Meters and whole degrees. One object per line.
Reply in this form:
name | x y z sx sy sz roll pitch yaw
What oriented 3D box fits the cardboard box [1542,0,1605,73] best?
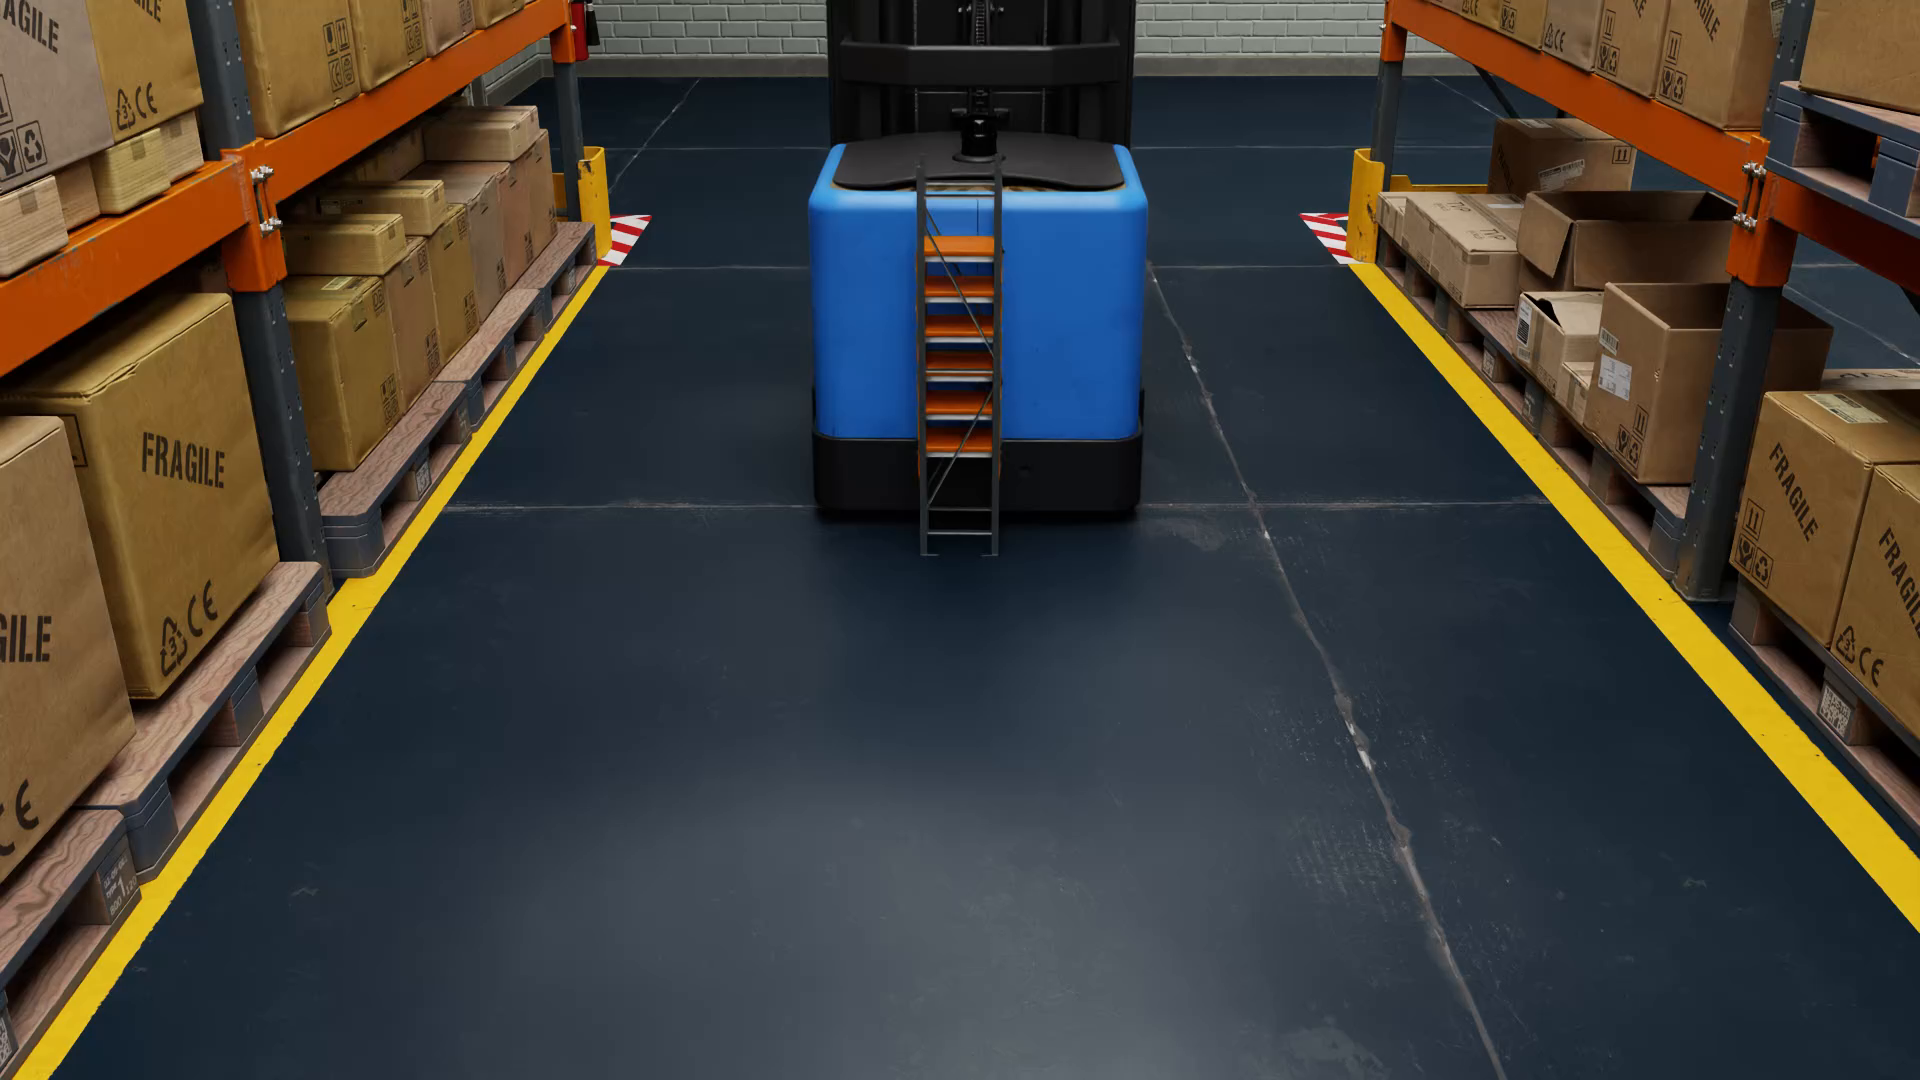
cardboard box | 2.336 -1.880 5.646 0.500 0.500 0.500 0 24 1

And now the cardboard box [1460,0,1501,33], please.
cardboard box | 2.324 -2.296 6.565 0.500 0.500 0.500 0 24 -1

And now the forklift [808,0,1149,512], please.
forklift | 0.077 -1.986 6.084 1.130 2.935 3.031 0 24 1

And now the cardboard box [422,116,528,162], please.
cardboard box | -2.089 -1.733 7.178 0.380 0.149 0.250 0 24 1

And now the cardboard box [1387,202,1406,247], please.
cardboard box | 2.233 -1.486 7.801 0.380 0.166 0.250 0 24 -1

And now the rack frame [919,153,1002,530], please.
rack frame | 0.001 -0.570 5.054 0.240 1.200 0.006 0 24 1

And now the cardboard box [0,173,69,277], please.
cardboard box | -2.008 -0.619 3.259 0.380 0.149 0.250 0 24 -1

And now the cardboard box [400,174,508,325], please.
cardboard box | -2.265 -1.181 6.745 0.700 0.500 0.500 -1 24 -2

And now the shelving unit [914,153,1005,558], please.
shelving unit | -0.001 -0.532 4.971 0.258 1.200 0.189 0 24 1

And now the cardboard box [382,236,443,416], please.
cardboard box | -2.248 -0.750 5.792 0.700 0.500 0.500 0 24 -1

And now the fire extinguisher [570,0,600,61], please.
fire extinguisher | -1.924 -2.689 8.102 0.296 0.674 0.183 0 24 -1

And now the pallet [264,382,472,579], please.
pallet | -2.271 -0.225 5.491 1.003 0.211 1.213 0 24 -1

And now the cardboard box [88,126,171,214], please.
cardboard box | -2.027 -0.835 3.736 0.380 0.149 0.250 0 24 0

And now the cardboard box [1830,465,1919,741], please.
cardboard box | 2.391 0.153 3.771 0.500 0.500 0.500 0 24 0

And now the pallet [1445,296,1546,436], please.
pallet | 2.590 -0.722 6.591 1.003 0.211 1.213 0 24 -1

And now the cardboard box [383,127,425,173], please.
cardboard box | -2.469 -1.629 6.948 0.380 0.149 0.250 0 24 0

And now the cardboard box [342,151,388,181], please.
cardboard box | -2.462 -1.418 6.483 0.380 0.149 0.250 0 24 0

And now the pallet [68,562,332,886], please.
pallet | -2.257 0.406 4.096 1.003 0.211 1.213 0 24 -1

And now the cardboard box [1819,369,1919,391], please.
cardboard box | 2.825 -0.355 5.124 0.500 0.311 0.500 0 24 -1

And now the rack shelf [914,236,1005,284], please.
rack shelf | -0.001 -0.820 4.841 0.258 0.103 0.180 0 24 1

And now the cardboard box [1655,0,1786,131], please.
cardboard box | 2.351 -1.456 4.708 0.500 0.500 0.500 0 24 0

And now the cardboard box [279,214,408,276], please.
cardboard box | -2.067 -0.980 5.514 0.380 0.149 0.250 1 24 1

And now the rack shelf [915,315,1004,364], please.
rack shelf | -0.001 -0.601 4.939 0.258 0.103 0.180 0 24 1

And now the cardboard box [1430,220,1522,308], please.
cardboard box | 2.302 -1.164 6.987 0.500 0.250 0.500 0 24 -1

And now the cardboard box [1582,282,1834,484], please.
cardboard box | 2.323 -0.501 5.217 0.500 0.500 0.500 0 24 -1

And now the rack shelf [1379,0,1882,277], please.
rack shelf | 2.591 -1.702 6.246 1.077 0.370 4.000 0 24 -1

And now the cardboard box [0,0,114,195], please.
cardboard box | -2.068 -0.973 3.254 0.500 0.500 0.500 0 24 0

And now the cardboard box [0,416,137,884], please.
cardboard box | -2.191 0.240 3.179 0.750 0.750 0.750 0 24 1

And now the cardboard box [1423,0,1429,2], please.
cardboard box | 2.310 -2.716 7.493 0.500 0.500 0.500 0 24 1

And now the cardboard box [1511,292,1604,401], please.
cardboard box | 2.315 -0.724 5.939 0.500 0.311 0.500 0 24 -1

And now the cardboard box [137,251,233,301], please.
cardboard box | -2.443 -0.778 5.066 0.380 0.149 0.250 0 24 -1

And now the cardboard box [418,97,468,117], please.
cardboard box | -2.478 -1.941 7.638 0.380 0.149 0.250 0 24 0

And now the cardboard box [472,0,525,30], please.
cardboard box | -2.350 -2.457 6.679 0.980 0.700 0.700 0 24 -1

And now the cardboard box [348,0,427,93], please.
cardboard box | -2.333 -1.843 5.321 0.980 0.700 0.700 -1 24 -2

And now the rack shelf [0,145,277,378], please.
rack shelf | -2.319 -0.030 2.549 1.077 0.370 4.000 0 24 -1

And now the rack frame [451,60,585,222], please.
rack frame | -2.384 -2.830 7.868 1.000 3.000 0.127 0 24 -1

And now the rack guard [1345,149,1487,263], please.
rack guard | 2.570 -1.684 8.366 1.175 0.500 0.348 0 24 -1

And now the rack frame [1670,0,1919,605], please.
rack frame | 2.613 -1.206 4.276 1.000 3.000 0.127 0 24 -1

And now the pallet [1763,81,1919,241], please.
pallet | 2.512 -0.788 3.586 1.003 0.211 1.213 0 24 -1

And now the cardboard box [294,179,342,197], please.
cardboard box | -2.456 -1.208 6.017 0.380 0.149 0.250 0 24 0

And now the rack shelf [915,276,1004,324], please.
rack shelf | -0.001 -0.710 4.890 0.258 0.103 0.180 0 24 1

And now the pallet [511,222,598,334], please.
pallet | -2.297 -1.230 7.715 1.003 0.211 1.213 0 24 -1

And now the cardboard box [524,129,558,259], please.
cardboard box | -2.277 -1.595 7.659 0.700 0.500 0.500 0 24 -1
